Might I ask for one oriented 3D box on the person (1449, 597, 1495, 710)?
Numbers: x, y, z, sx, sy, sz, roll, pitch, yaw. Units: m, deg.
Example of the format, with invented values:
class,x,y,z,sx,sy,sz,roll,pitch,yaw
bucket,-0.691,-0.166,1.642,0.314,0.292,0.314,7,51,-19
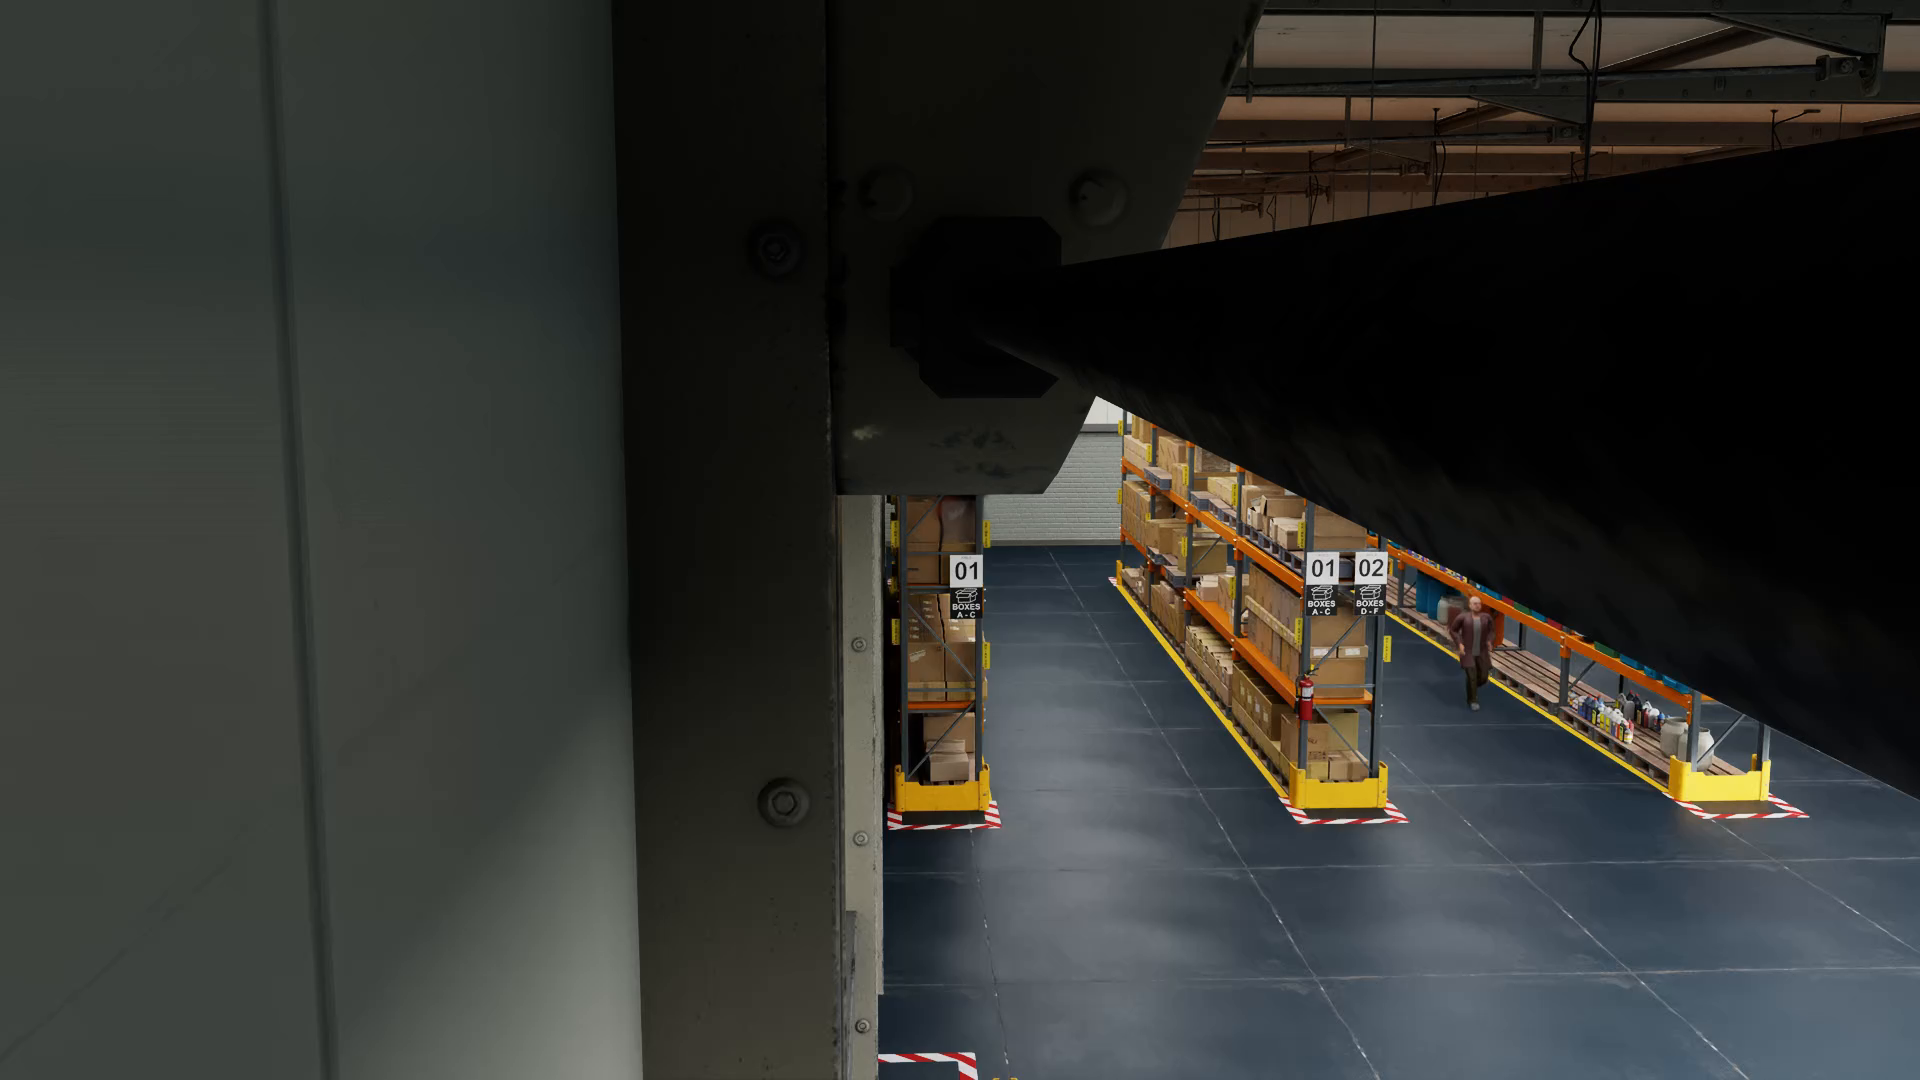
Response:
class,x,y,z,sx,sy,sz,roll,pitch,yaw
person,7.864,1.719,25.521,0.701,1.731,0.677,0,8,0
